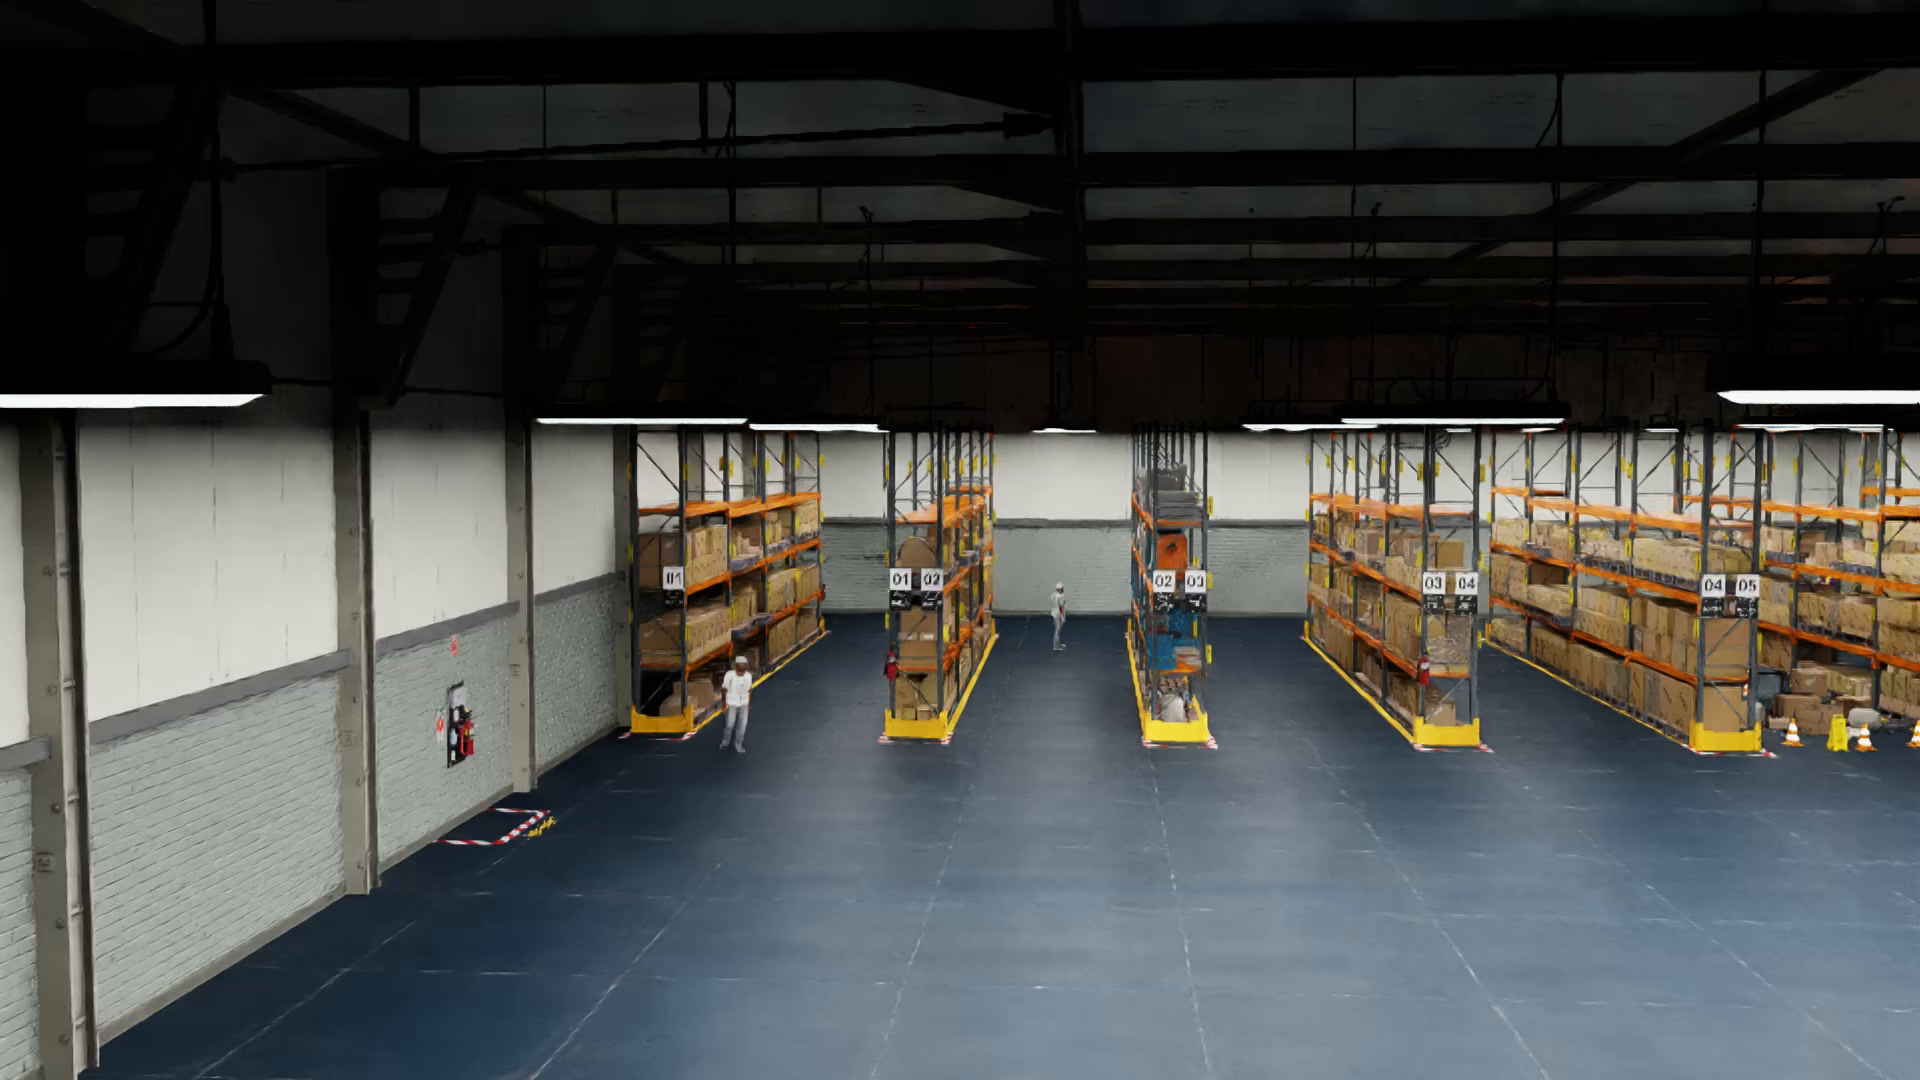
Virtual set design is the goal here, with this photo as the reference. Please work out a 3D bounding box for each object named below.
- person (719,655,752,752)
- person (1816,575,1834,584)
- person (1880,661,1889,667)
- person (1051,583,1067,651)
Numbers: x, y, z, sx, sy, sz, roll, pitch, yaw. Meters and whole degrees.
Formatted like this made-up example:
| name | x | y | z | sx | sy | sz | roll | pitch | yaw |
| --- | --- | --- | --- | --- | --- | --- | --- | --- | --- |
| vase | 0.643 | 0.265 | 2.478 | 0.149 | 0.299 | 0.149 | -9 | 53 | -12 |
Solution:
| name | x | y | z | sx | sy | sz | roll | pitch | yaw |
| --- | --- | --- | --- | --- | --- | --- | --- | --- | --- |
| person | -4.054 | 2.947 | 30.064 | 0.608 | 1.754 | 0.577 | -2 | 4 | -31 |
| person | 25.729 | 1.721 | 49.404 | 0.501 | 1.774 | 0.652 | -2 | 4 | -30 |
| person | 22.716 | 2.323 | 40.669 | 0.581 | 1.626 | 0.640 | 2 | 4 | 26 |
| person | 2.664 | 2.019 | 44.135 | 0.477 | 1.789 | 0.634 | -1 | 4 | -16 |
